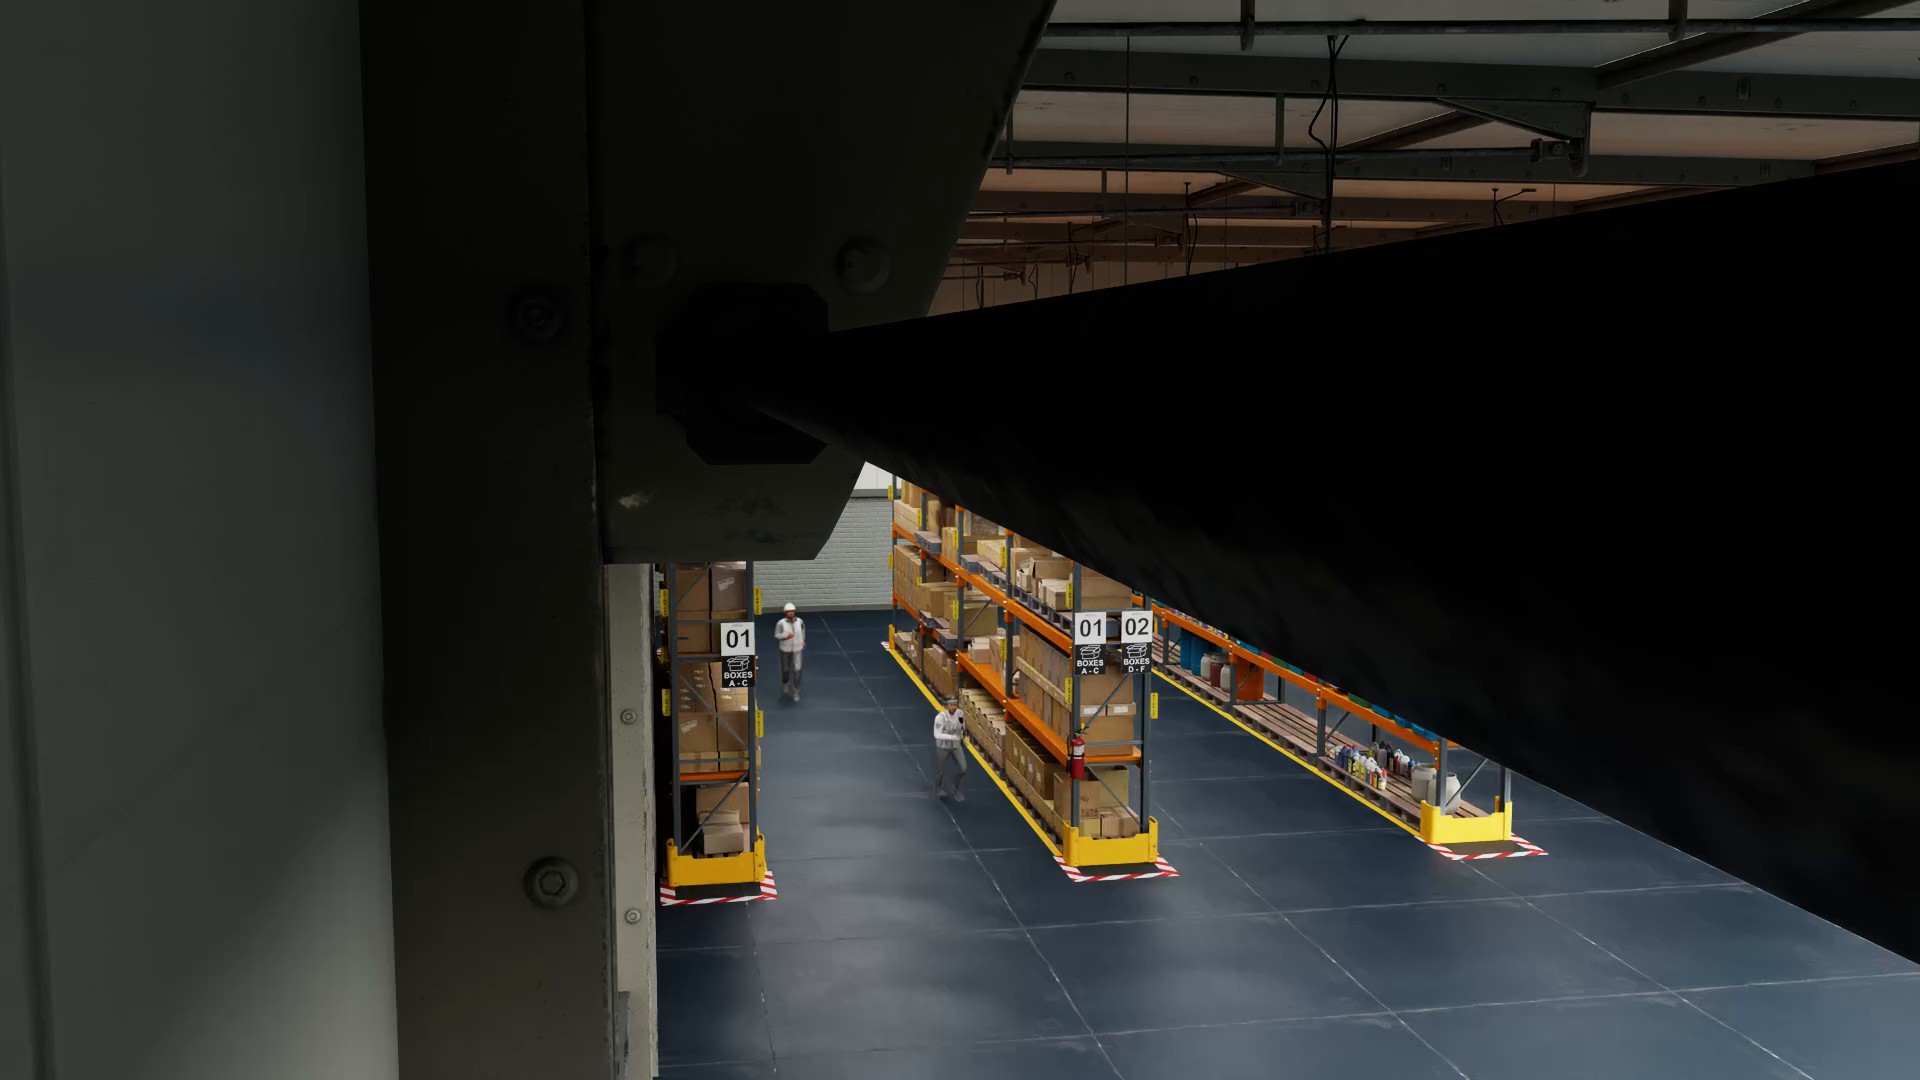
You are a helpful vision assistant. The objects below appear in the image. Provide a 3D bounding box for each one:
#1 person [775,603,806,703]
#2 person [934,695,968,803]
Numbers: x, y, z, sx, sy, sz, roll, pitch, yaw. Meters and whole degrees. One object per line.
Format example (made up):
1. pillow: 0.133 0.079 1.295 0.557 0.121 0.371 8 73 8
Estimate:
1. person: -3.175 2.080 31.122 0.610 1.827 0.867 -1 6 -13
2. person: -0.172 2.958 23.828 0.584 1.614 0.793 -2 7 -22
